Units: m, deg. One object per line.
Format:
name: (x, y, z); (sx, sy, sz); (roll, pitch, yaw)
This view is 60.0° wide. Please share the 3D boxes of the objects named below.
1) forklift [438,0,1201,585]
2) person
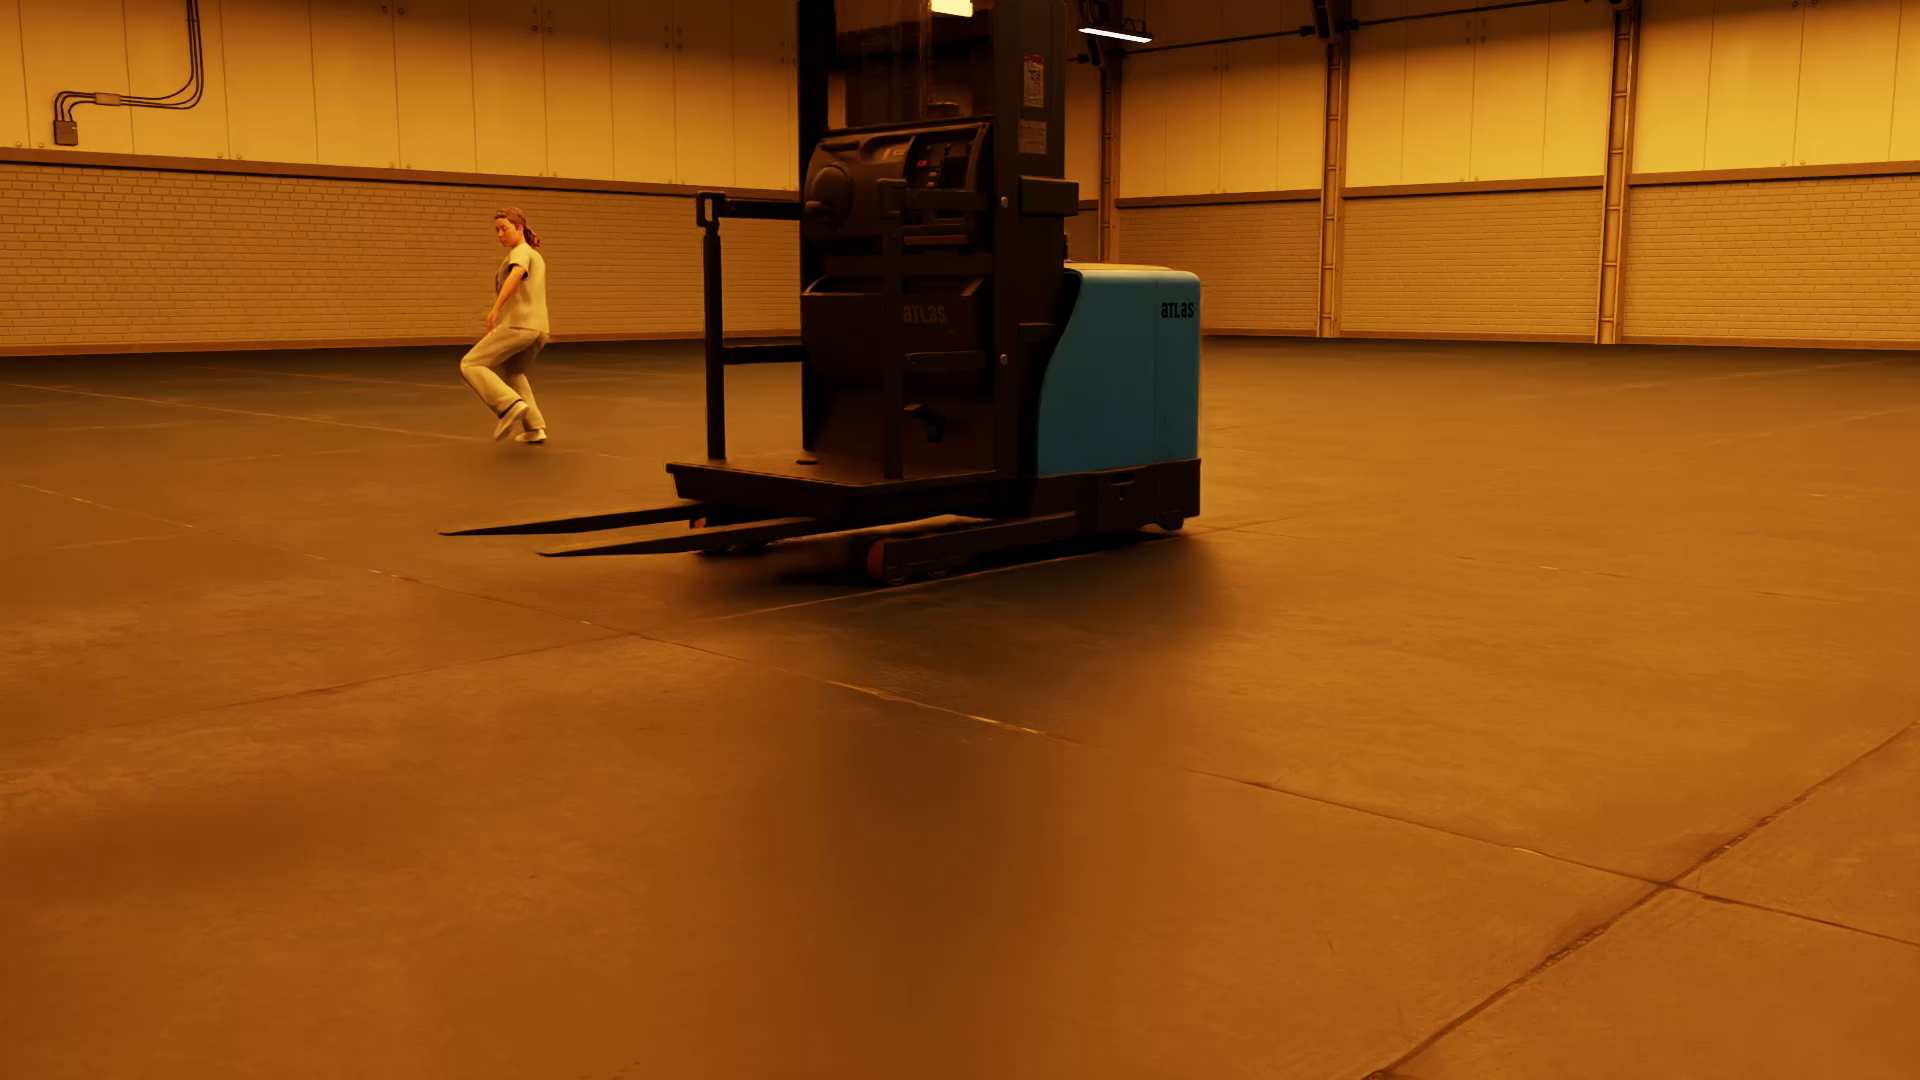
forklift: (-0.394, -1.380, 6.036); (1.130, 2.935, 3.031); (8, 12, 44)
person: (-2.882, -1.377, 10.800); (0.500, 1.552, 0.921); (2, 9, 14)
